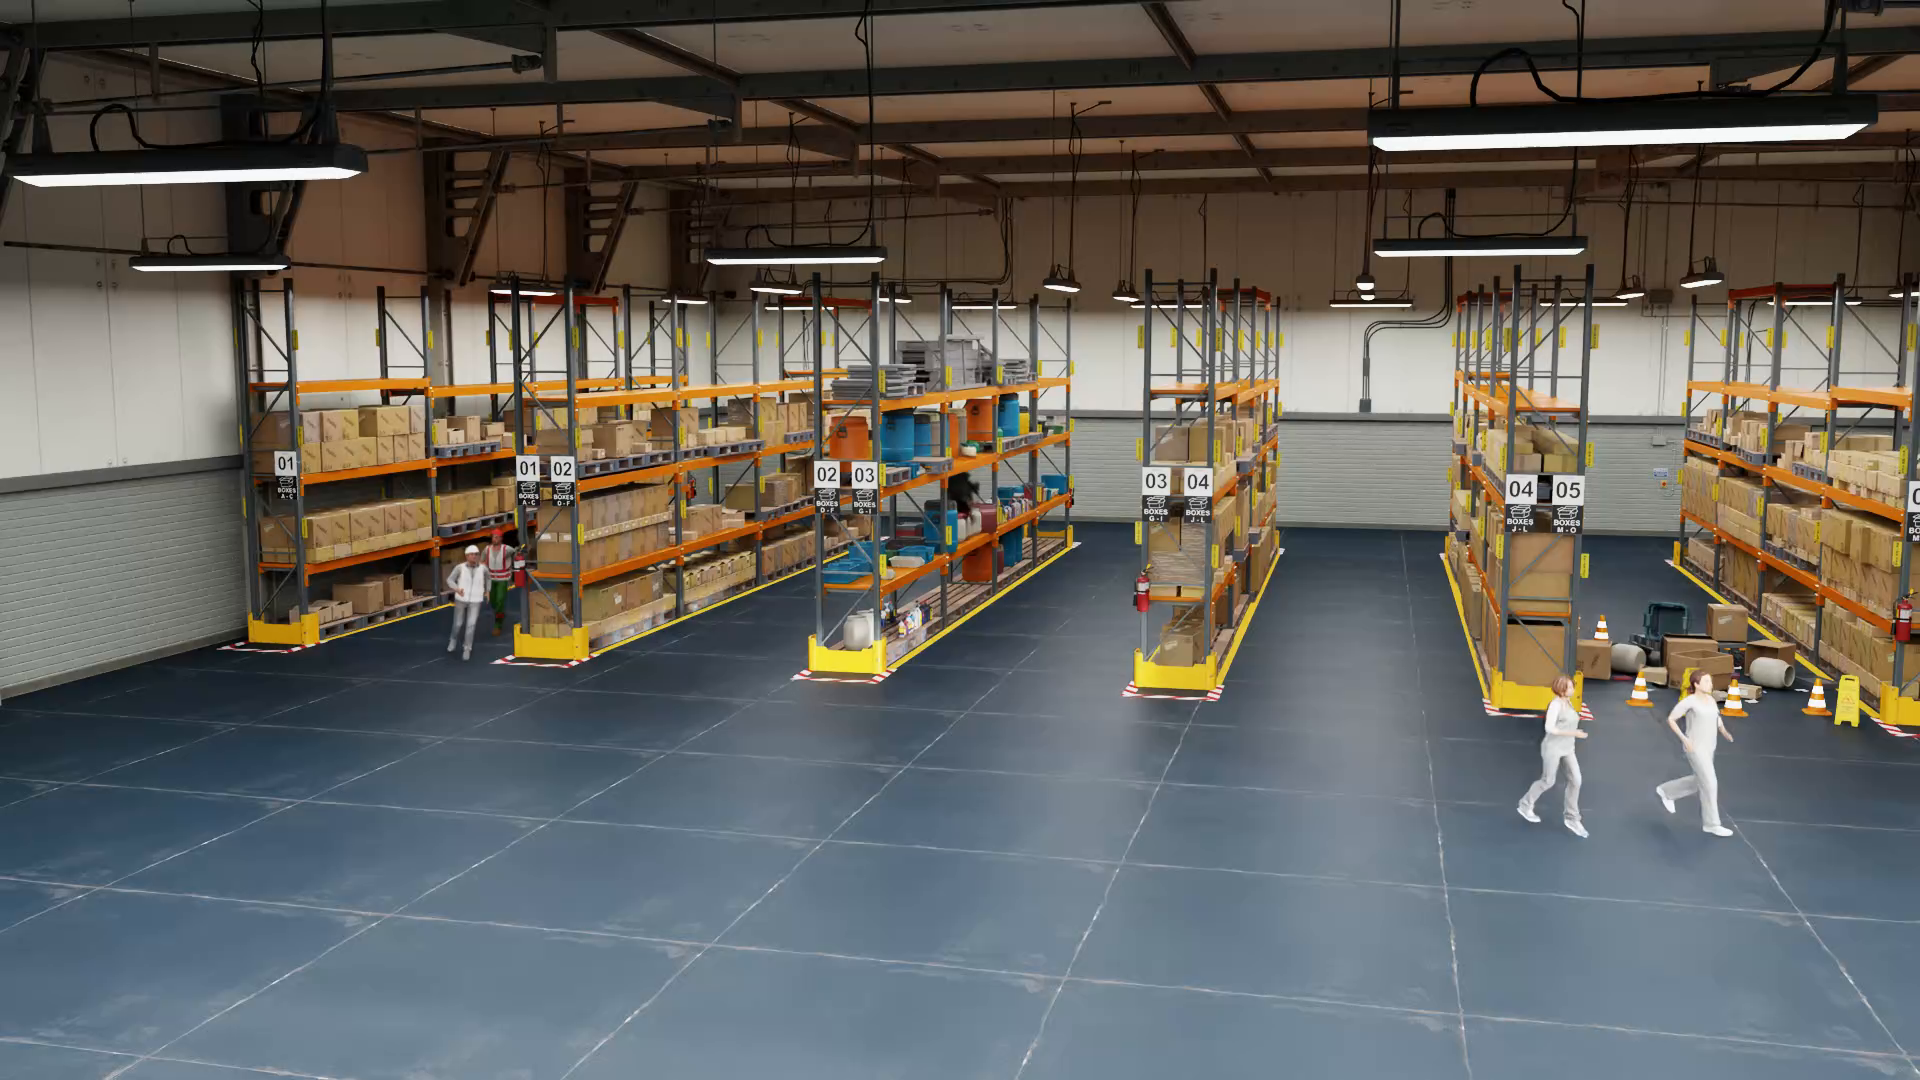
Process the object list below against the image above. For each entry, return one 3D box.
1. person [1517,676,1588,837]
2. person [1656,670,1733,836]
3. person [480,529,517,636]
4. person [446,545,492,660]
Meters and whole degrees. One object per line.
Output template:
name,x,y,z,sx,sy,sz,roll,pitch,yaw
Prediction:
person,6.065,2.185,16.983,0.524,1.637,0.731,-6,9,-41
person,7.536,2.135,17.038,0.593,1.645,0.907,-4,8,-32
person,-7.918,0.698,28.597,0.685,1.790,0.833,0,7,3
person,-7.778,0.964,26.398,0.725,1.758,0.949,-2,7,-20
